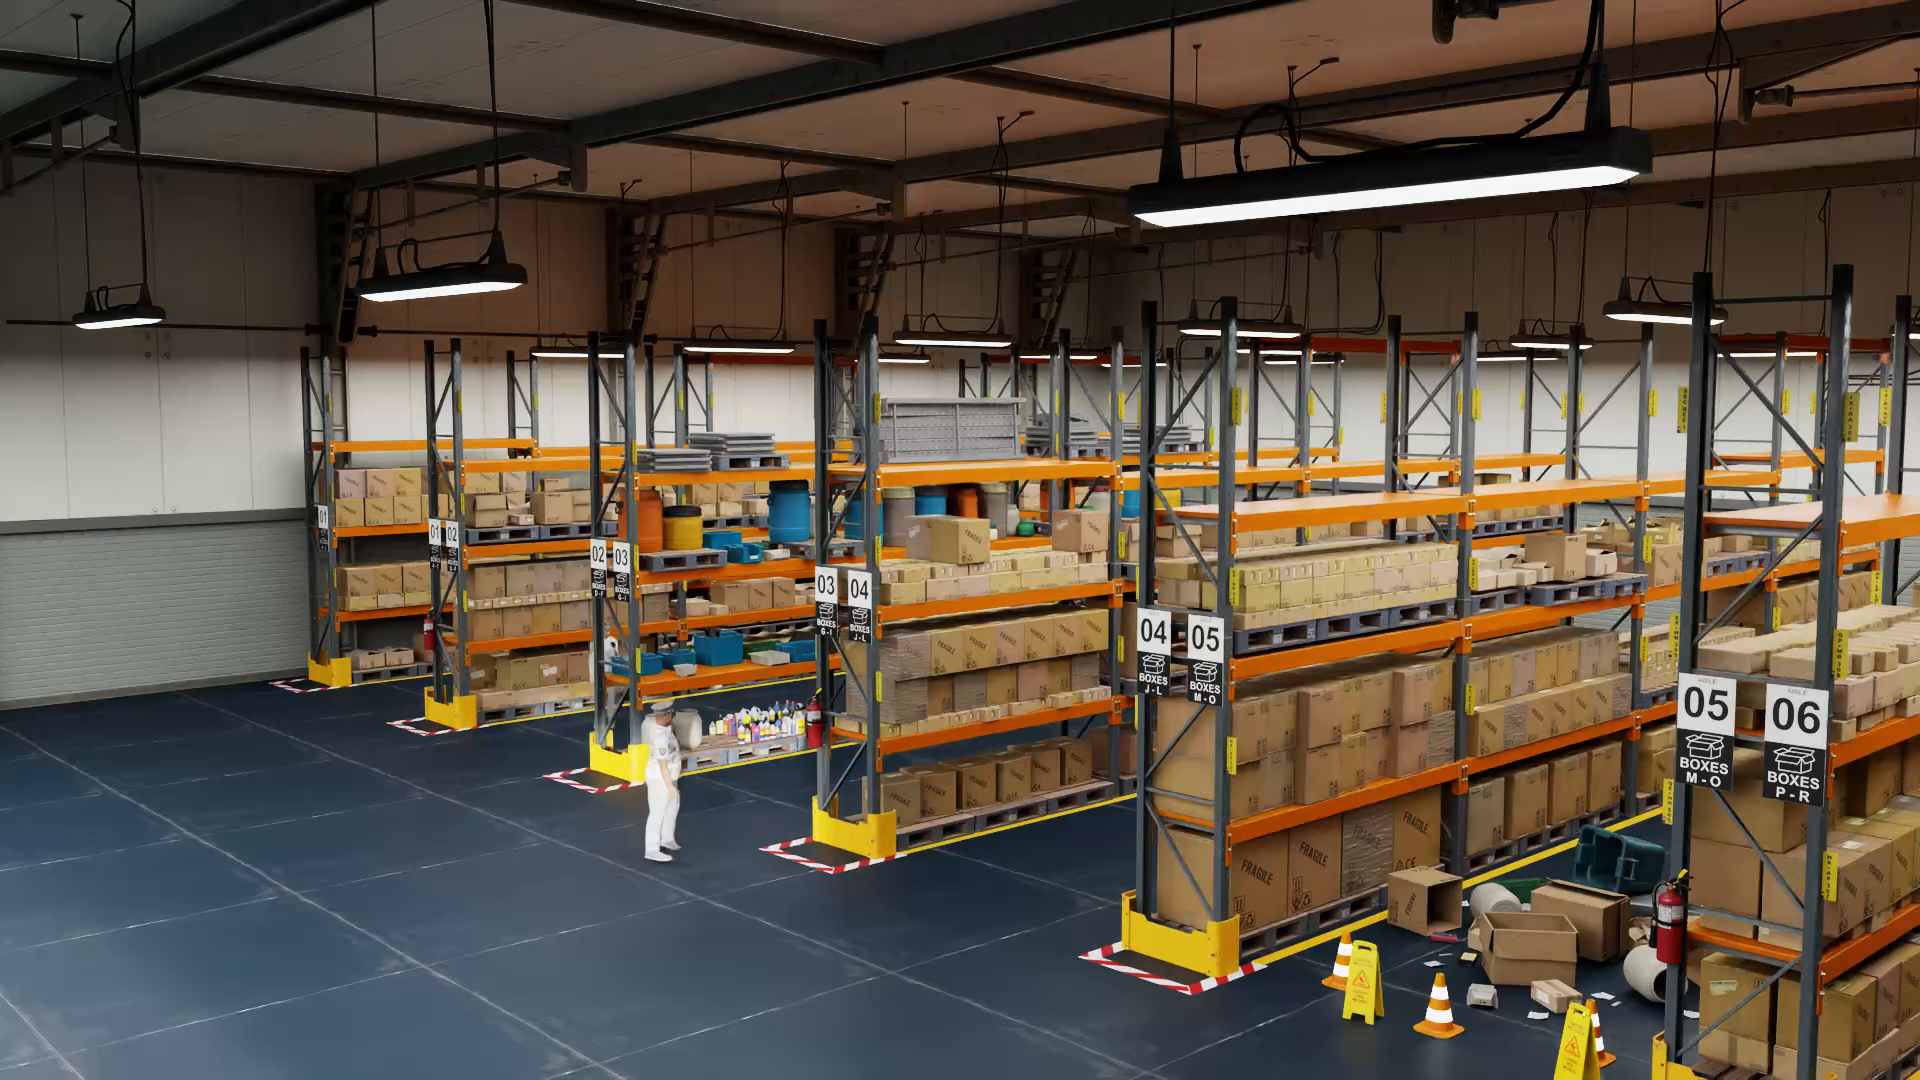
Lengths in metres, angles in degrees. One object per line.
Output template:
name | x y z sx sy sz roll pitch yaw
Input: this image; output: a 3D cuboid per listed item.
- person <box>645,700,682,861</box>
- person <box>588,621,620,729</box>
person | -3.309 2.687 18.599 0.404 1.823 0.702 0 5 -2
person | -5.470 2.077 25.620 0.514 1.683 0.356 -3 6 -30
